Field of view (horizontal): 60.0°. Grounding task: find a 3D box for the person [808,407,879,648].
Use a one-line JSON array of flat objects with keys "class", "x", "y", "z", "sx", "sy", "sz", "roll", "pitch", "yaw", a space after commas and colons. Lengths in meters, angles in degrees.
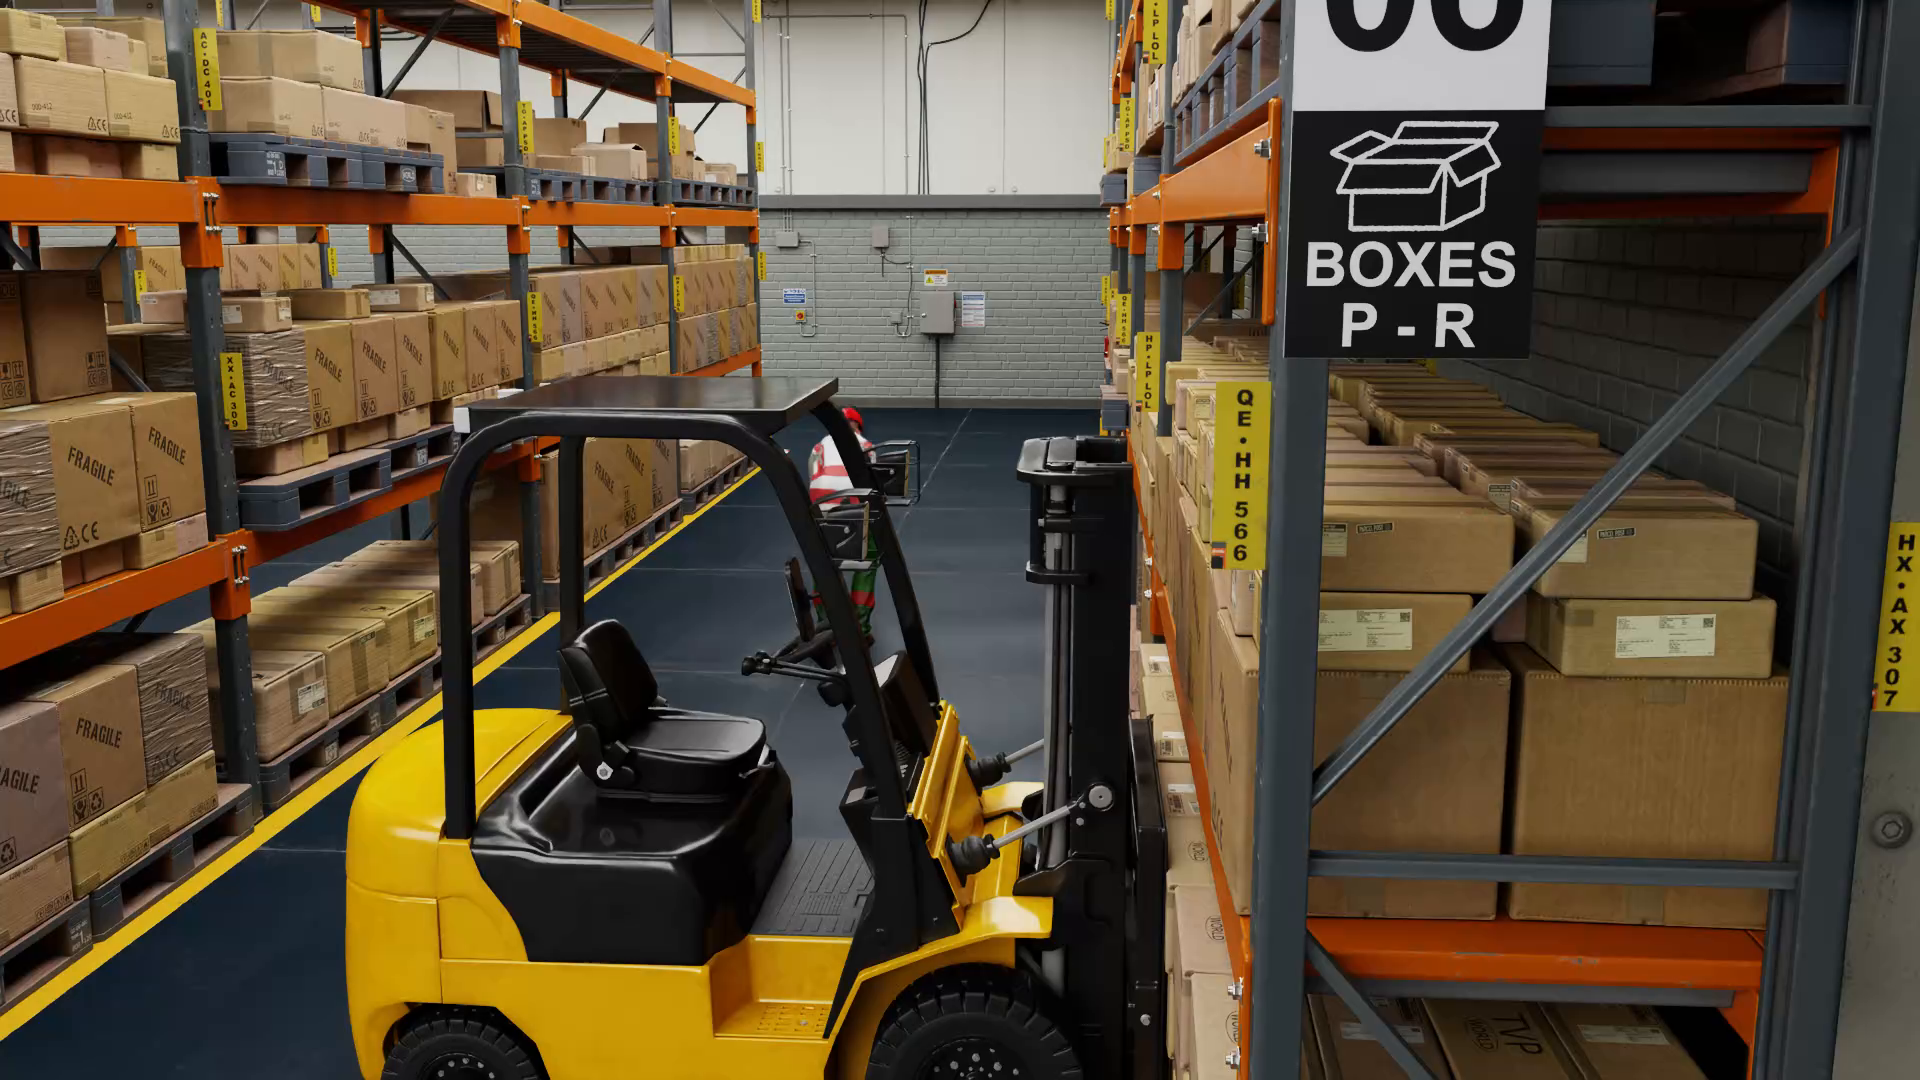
[{"class": "person", "x": -0.737, "y": -0.090, "z": 10.688, "sx": 0.484, "sy": 1.472, "sz": 0.858, "roll": 0, "pitch": 11, "yaw": 3}]
